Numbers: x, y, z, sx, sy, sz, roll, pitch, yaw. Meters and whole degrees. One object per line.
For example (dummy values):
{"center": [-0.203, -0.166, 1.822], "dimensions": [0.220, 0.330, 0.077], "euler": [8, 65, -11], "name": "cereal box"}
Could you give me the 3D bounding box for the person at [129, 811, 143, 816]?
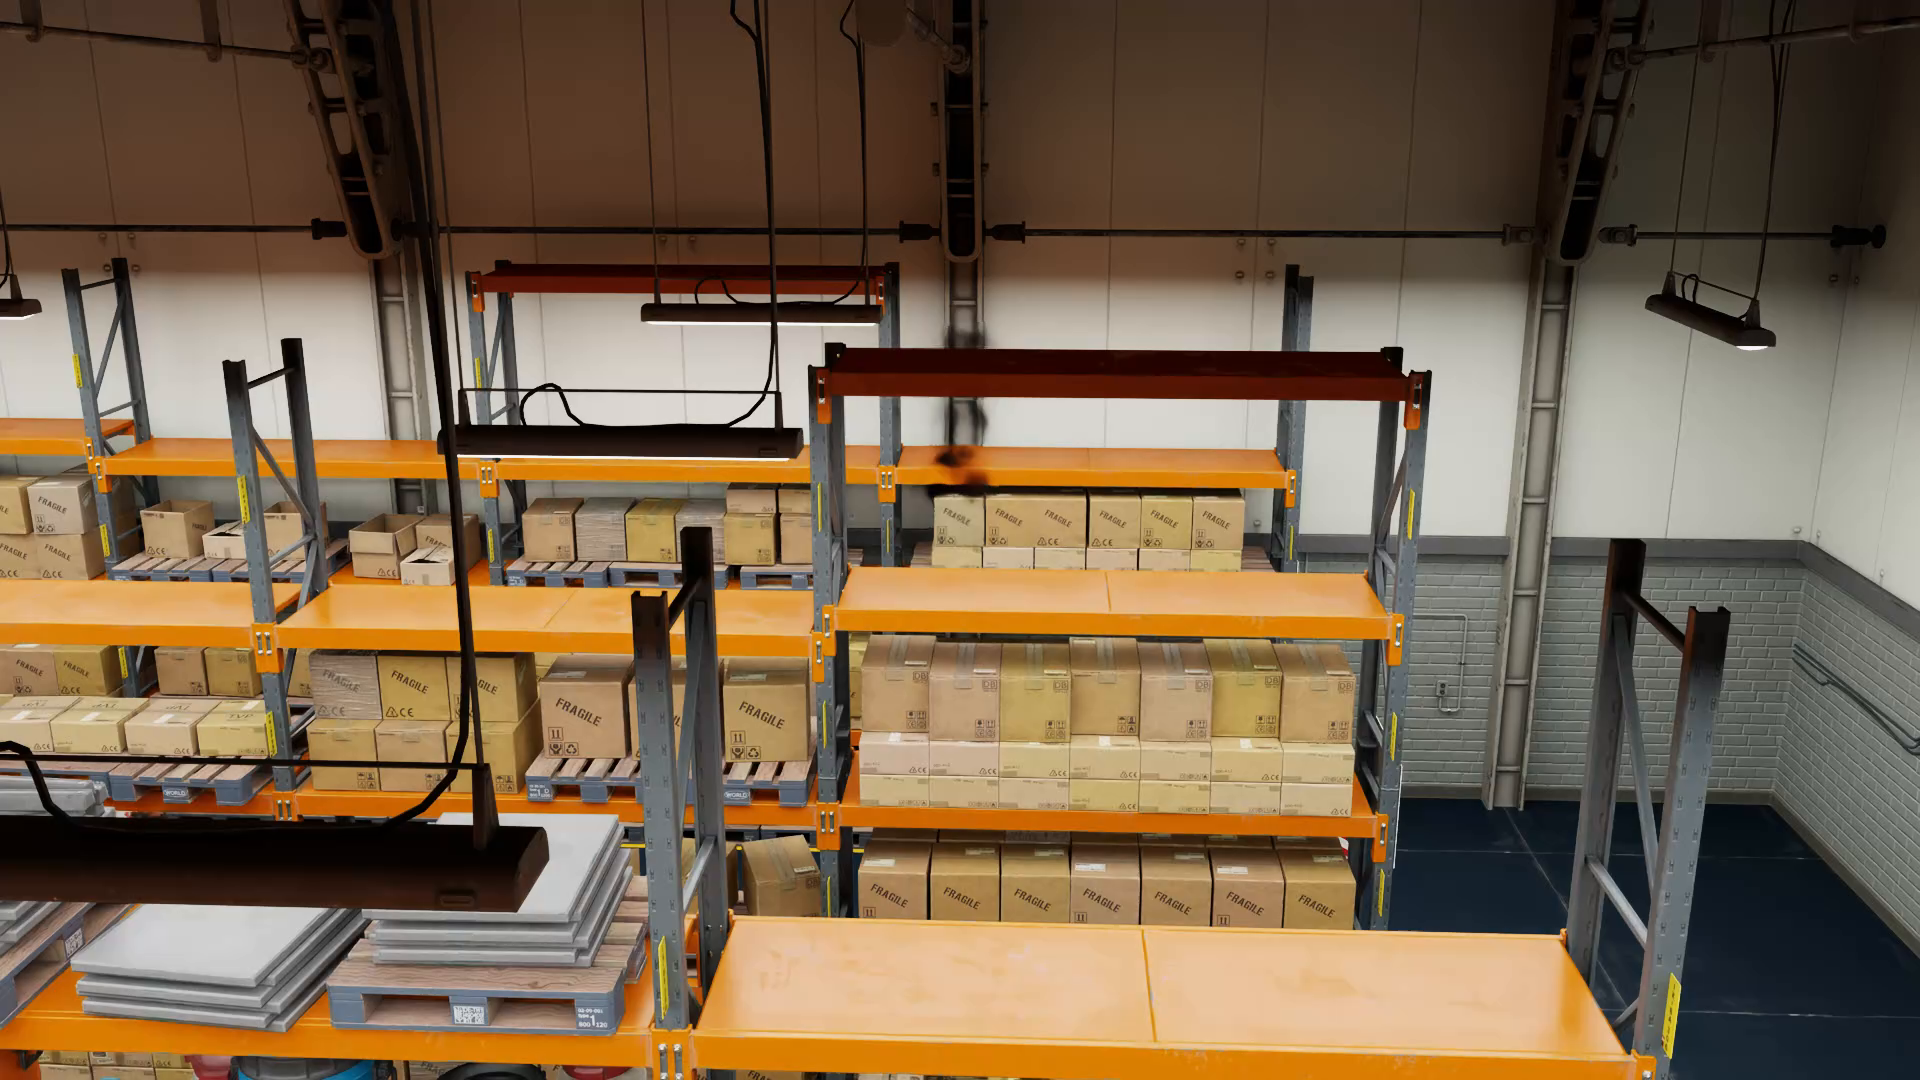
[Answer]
{"center": [-7.768, 3.088, 15.372], "dimensions": [0.707, 1.384, 0.747], "euler": [1, 16, 5], "name": "person"}
